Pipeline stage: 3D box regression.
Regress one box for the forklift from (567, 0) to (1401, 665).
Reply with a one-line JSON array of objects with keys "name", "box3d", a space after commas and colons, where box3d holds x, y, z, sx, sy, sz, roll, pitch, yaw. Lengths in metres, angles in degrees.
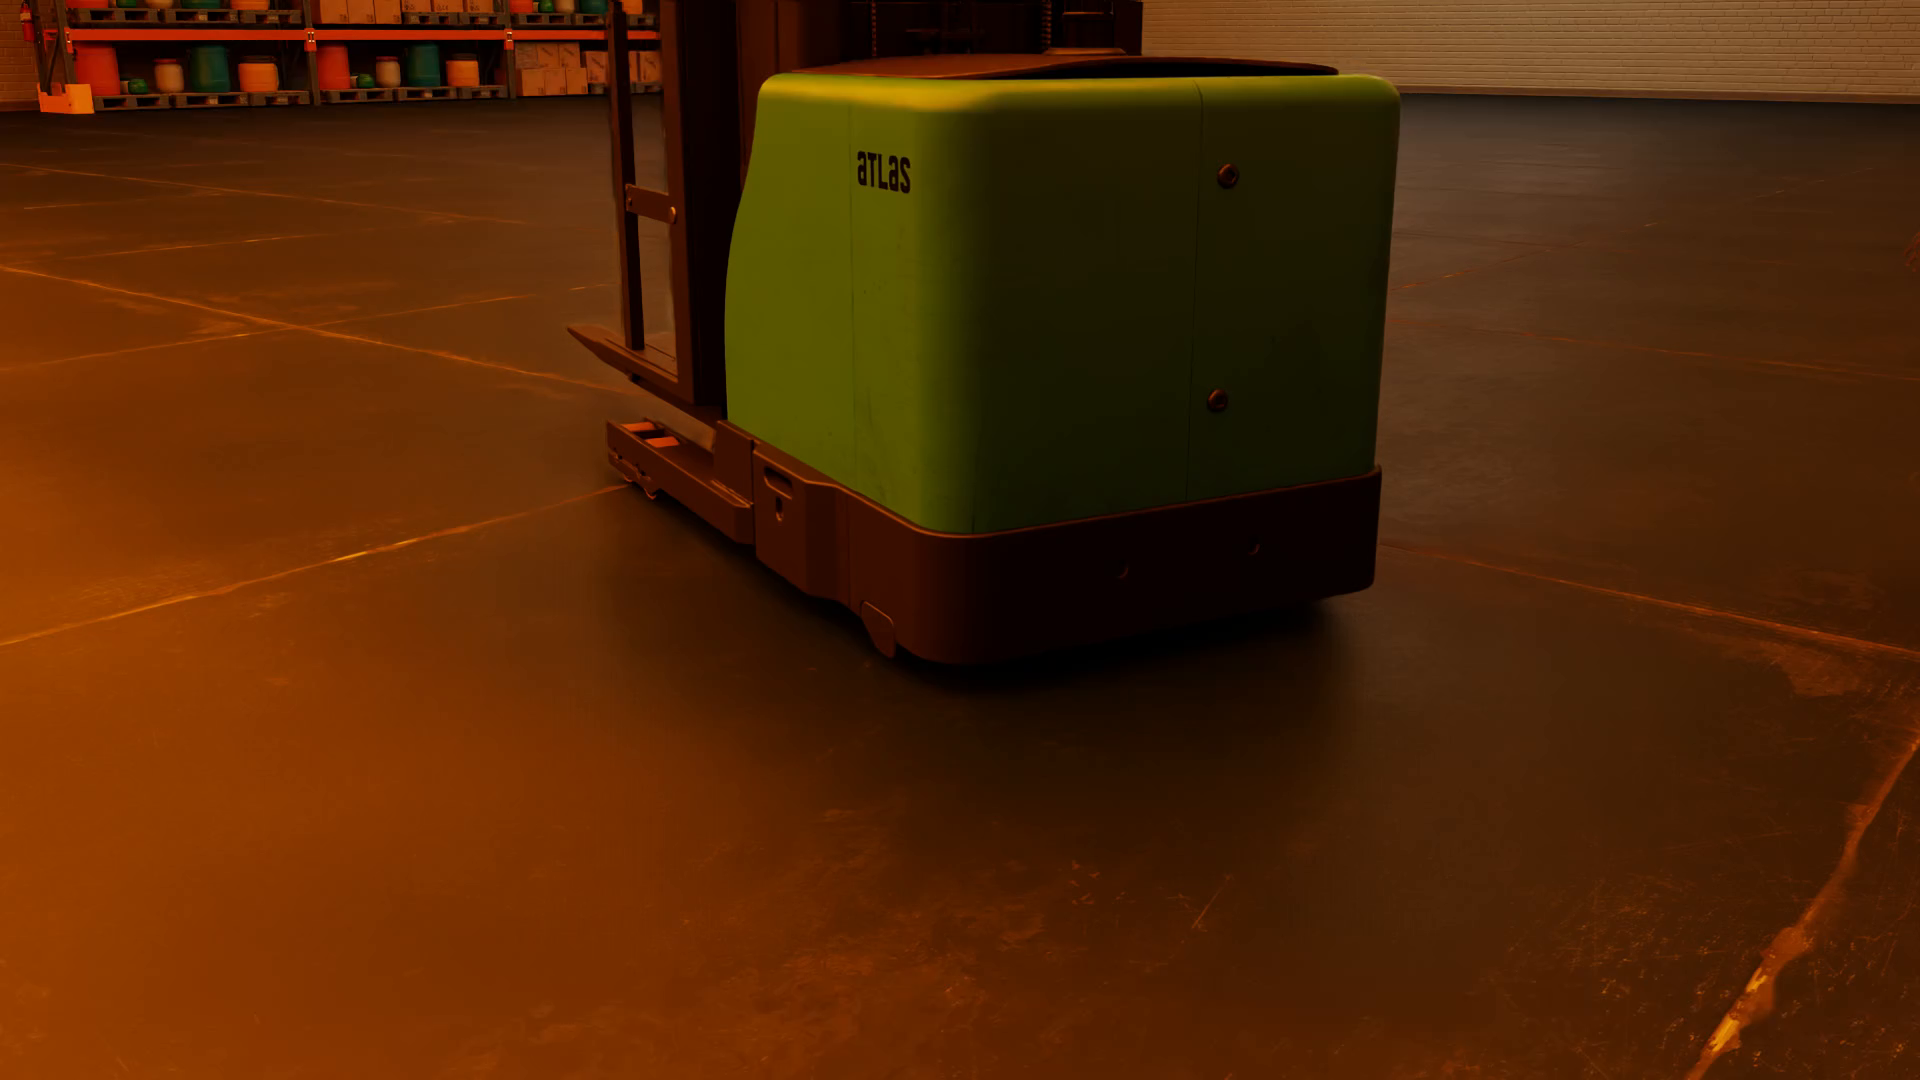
[{"name": "forklift", "box3d": [-0.288, -1.559, 4.031, 1.130, 2.935, 3.031, -9, 19, -27]}]
